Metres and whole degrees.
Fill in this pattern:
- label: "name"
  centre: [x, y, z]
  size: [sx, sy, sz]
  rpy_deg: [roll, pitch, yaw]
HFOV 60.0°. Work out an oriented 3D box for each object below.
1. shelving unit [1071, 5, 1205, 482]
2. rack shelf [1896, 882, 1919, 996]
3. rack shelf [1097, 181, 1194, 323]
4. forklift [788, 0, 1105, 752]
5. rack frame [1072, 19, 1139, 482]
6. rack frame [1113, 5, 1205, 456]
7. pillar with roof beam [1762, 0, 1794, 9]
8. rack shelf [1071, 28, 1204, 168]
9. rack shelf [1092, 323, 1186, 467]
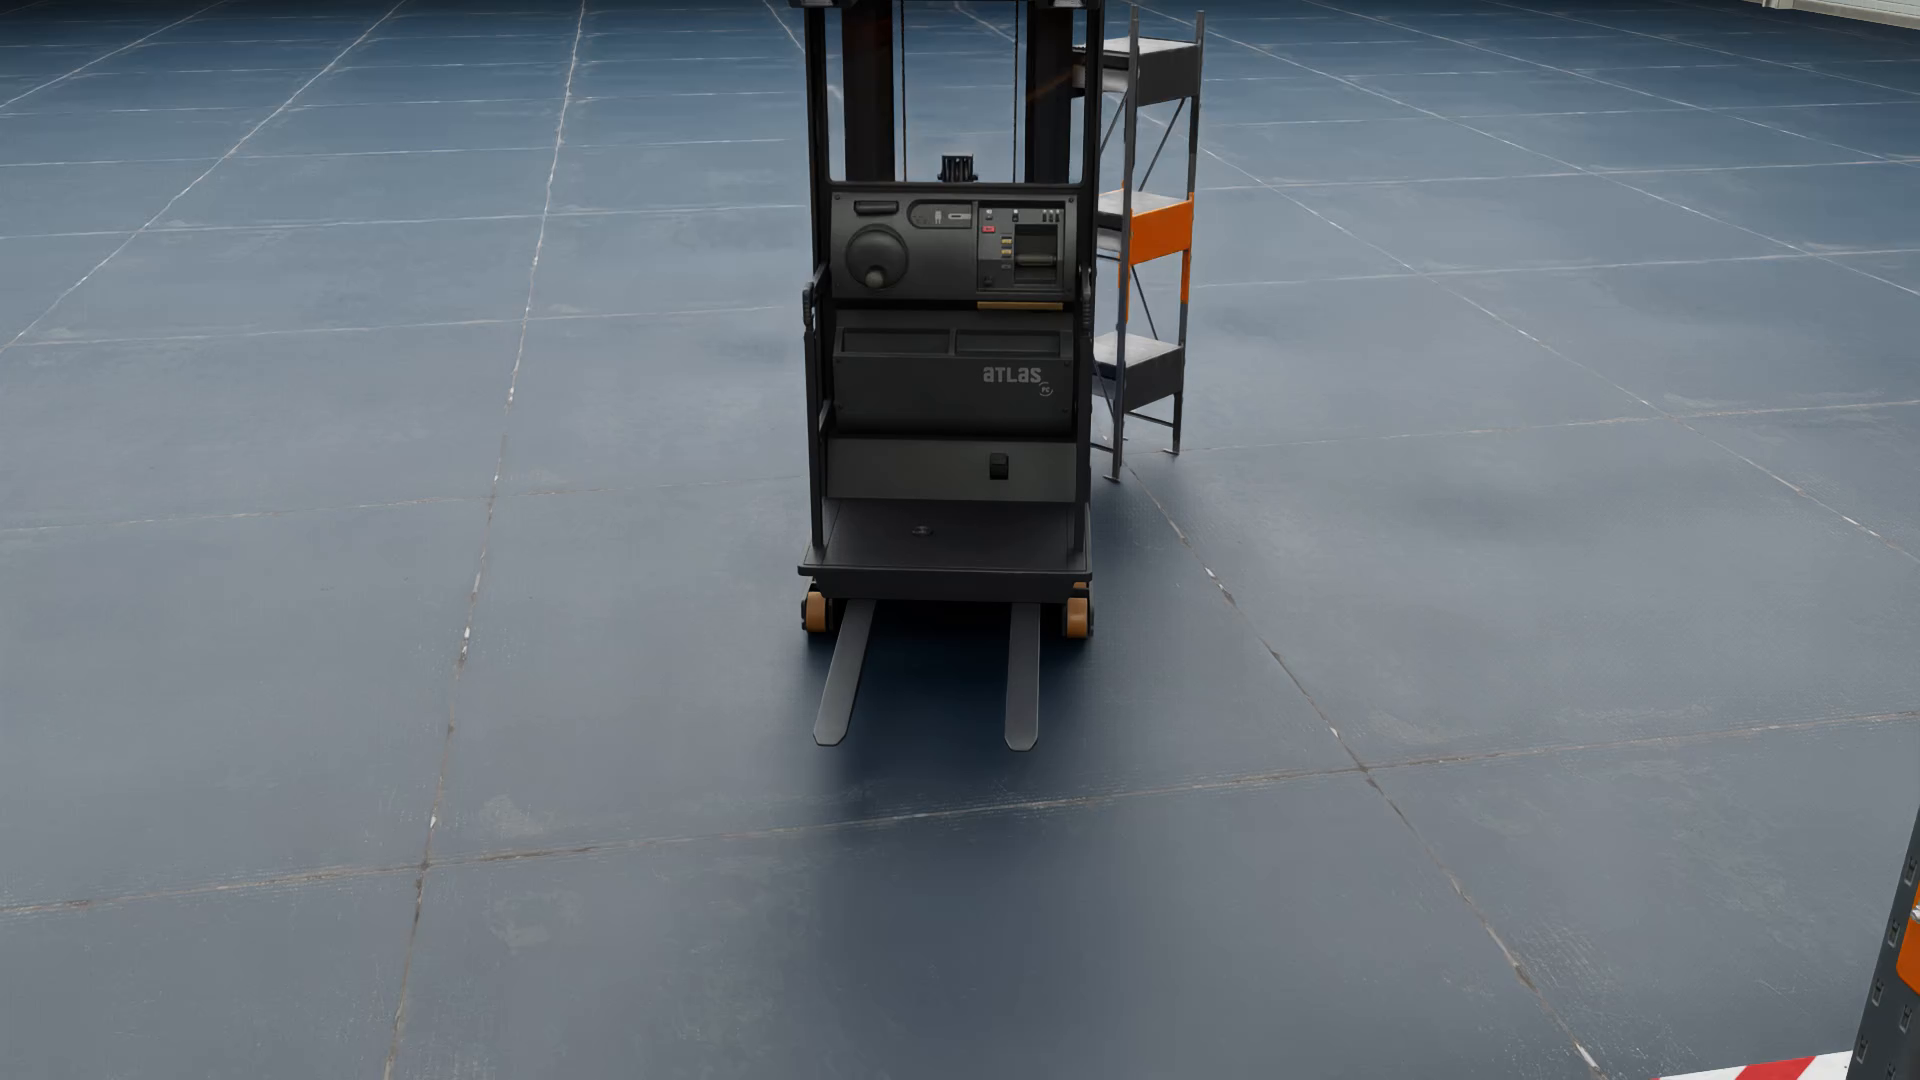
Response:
- label: "shelving unit"
  centre: [0.769, -1.364, 7.747]
  size: [0.431, 2.100, 0.503]
  rpy_deg: [20, 30, 38]
- label: "rack shelf"
  centre: [2.586, 1.373, 1.258]
  size: [1.077, 0.370, 4.000]
  rpy_deg: [-4, 24, -10]
- label: "rack shelf"
  centre: [0.769, -1.351, 7.752]
  size: [0.431, 0.518, 0.480]
  rpy_deg: [20, 30, 38]
- label: "forklift"
  centre: [-0.033, -1.094, 6.093]
  size: [1.130, 2.935, 3.031]
  rpy_deg: [1, 24, 3]
- label: "rack frame"
  centre: [0.605, -1.292, 7.581]
  size: [0.400, 2.100, 0.015]
  rpy_deg: [20, 30, 38]
- label: "rack frame"
  centre: [0.933, -1.435, 7.913]
  size: [0.400, 2.100, 0.015]
  rpy_deg: [20, 30, 38]
- label: "pillar with roof beam"
  centre: [9.130, -12.503, 24.634]
  size: [9.100, 9.000, 0.400]
  rpy_deg: [-4, 24, -10]
- label: "rack shelf"
  centre: [0.770, -1.993, 7.473]
  size: [0.431, 0.518, 0.480]
  rpy_deg: [20, 30, 38]
- label: "rack shelf"
  centre: [0.768, -0.709, 8.031]
  size: [0.431, 0.518, 0.480]
  rpy_deg: [20, 30, 38]
